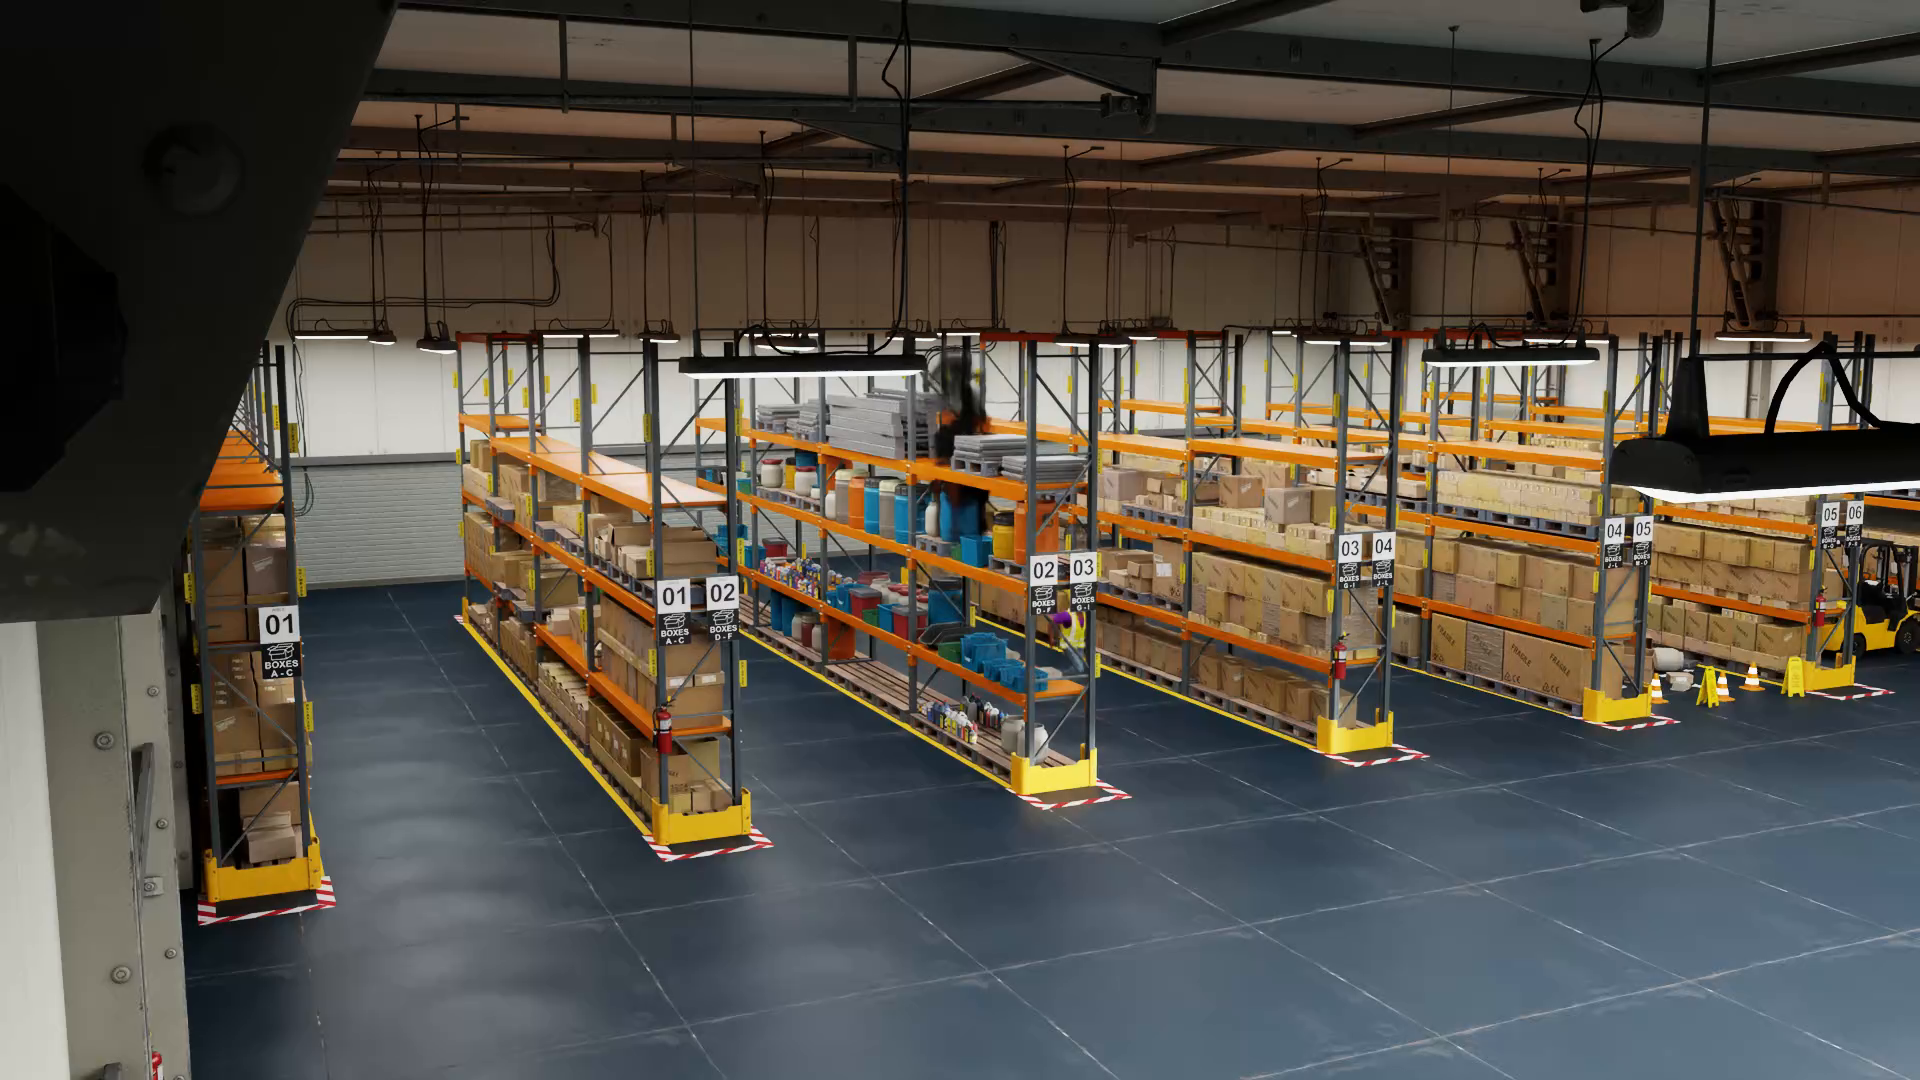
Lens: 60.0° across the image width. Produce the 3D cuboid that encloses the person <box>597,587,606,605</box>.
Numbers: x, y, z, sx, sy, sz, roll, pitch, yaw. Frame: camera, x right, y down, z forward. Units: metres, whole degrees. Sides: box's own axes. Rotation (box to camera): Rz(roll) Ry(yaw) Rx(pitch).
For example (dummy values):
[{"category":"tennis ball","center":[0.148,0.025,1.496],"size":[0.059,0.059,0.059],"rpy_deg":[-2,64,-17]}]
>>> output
[{"category":"person","center":[-7.391,0.889,34.059],"size":[0.677,1.750,0.711],"rpy_deg":[-4,9,-29]}]

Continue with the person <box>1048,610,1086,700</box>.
[{"category":"person","center":[1.847,1.728,26.508],"size":[0.749,1.708,0.648],"rpy_deg":[-6,10,-40]}]
